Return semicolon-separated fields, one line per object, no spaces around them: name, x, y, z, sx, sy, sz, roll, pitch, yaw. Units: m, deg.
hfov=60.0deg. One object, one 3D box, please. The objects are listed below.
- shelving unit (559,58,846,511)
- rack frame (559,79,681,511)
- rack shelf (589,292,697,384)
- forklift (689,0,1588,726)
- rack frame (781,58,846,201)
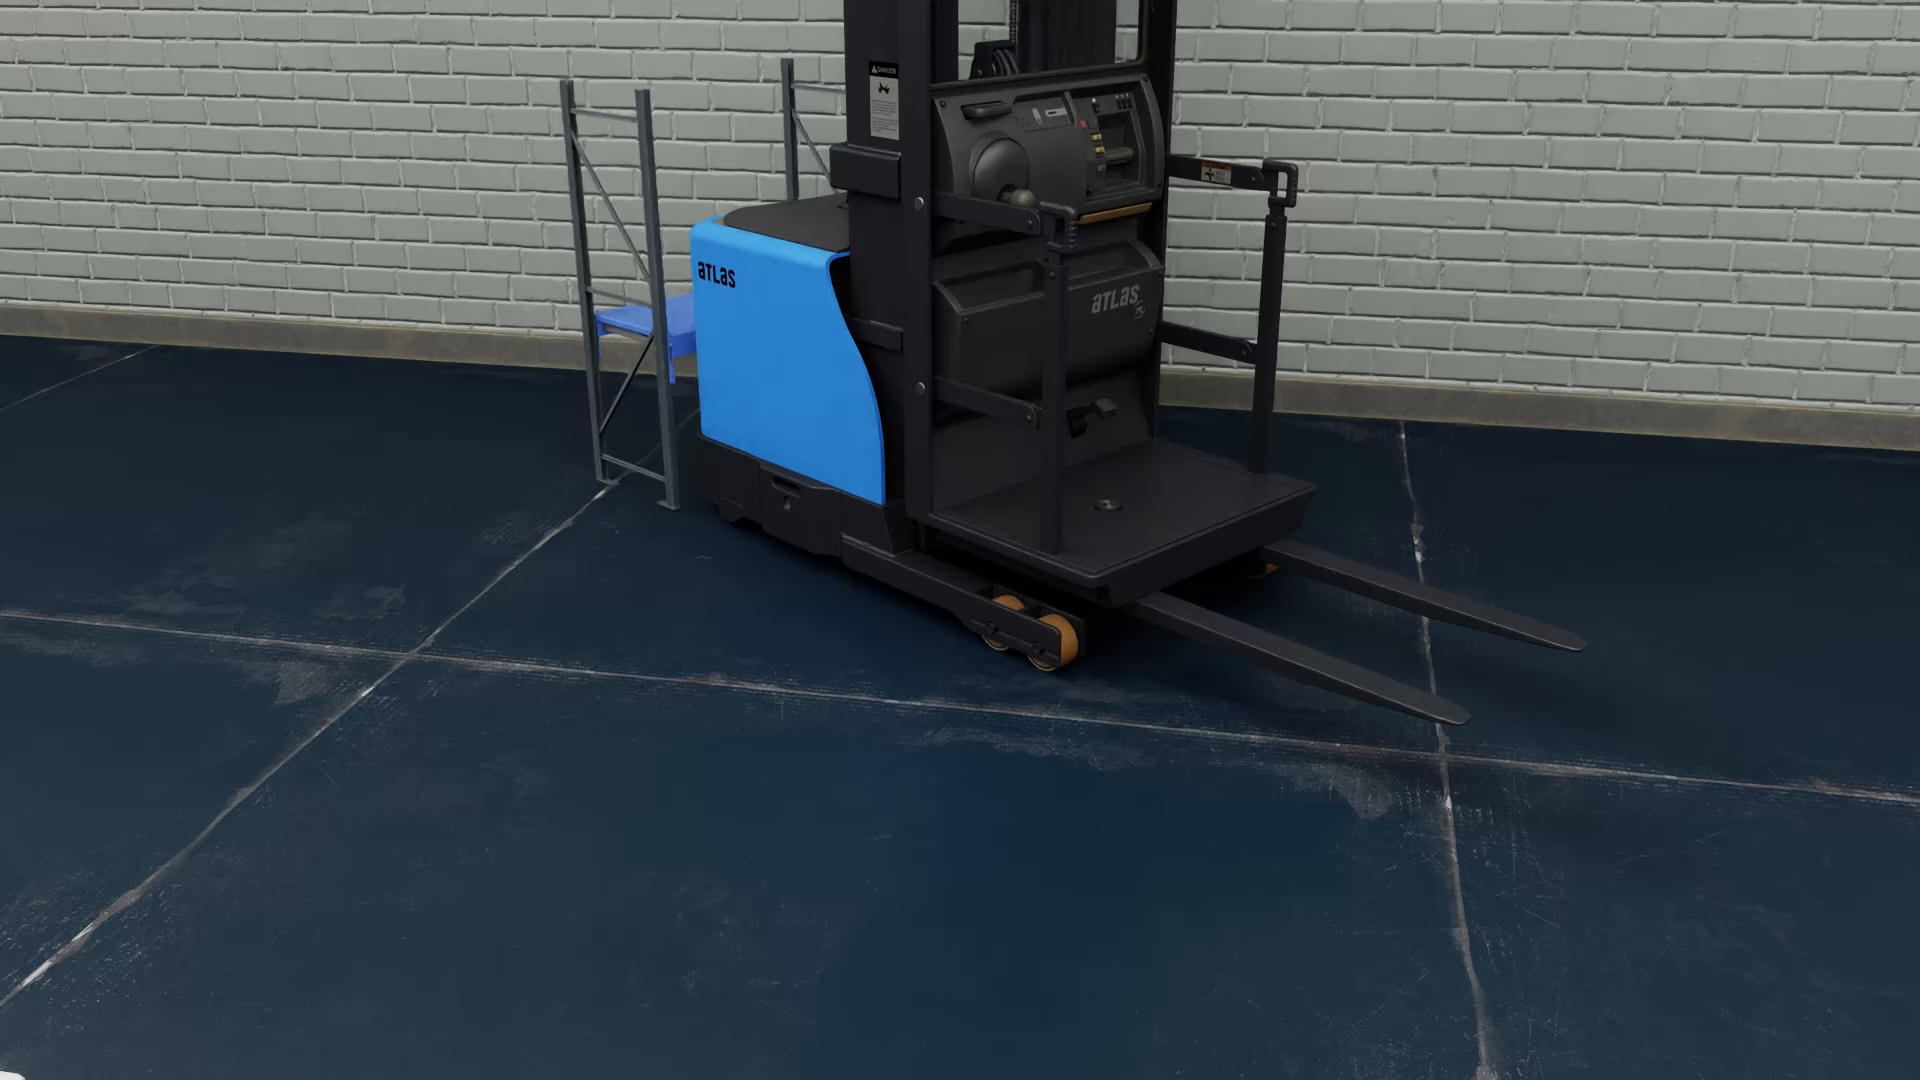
shelving unit;-0.867;-1.006;6.335;0.538;1.500;1.048;19;29;41
rack frame;-1.222;-0.870;5.997;0.500;1.500;0.032;19;29;41
rack shelf;-0.865;-0.838;6.401;0.538;0.185;1.000;19;29;41
forklift;0.434;-1.190;4.884;1.130;2.935;3.031;-20;29;-40
rack frame;-0.512;-1.142;6.672;0.500;1.500;0.032;19;29;41
